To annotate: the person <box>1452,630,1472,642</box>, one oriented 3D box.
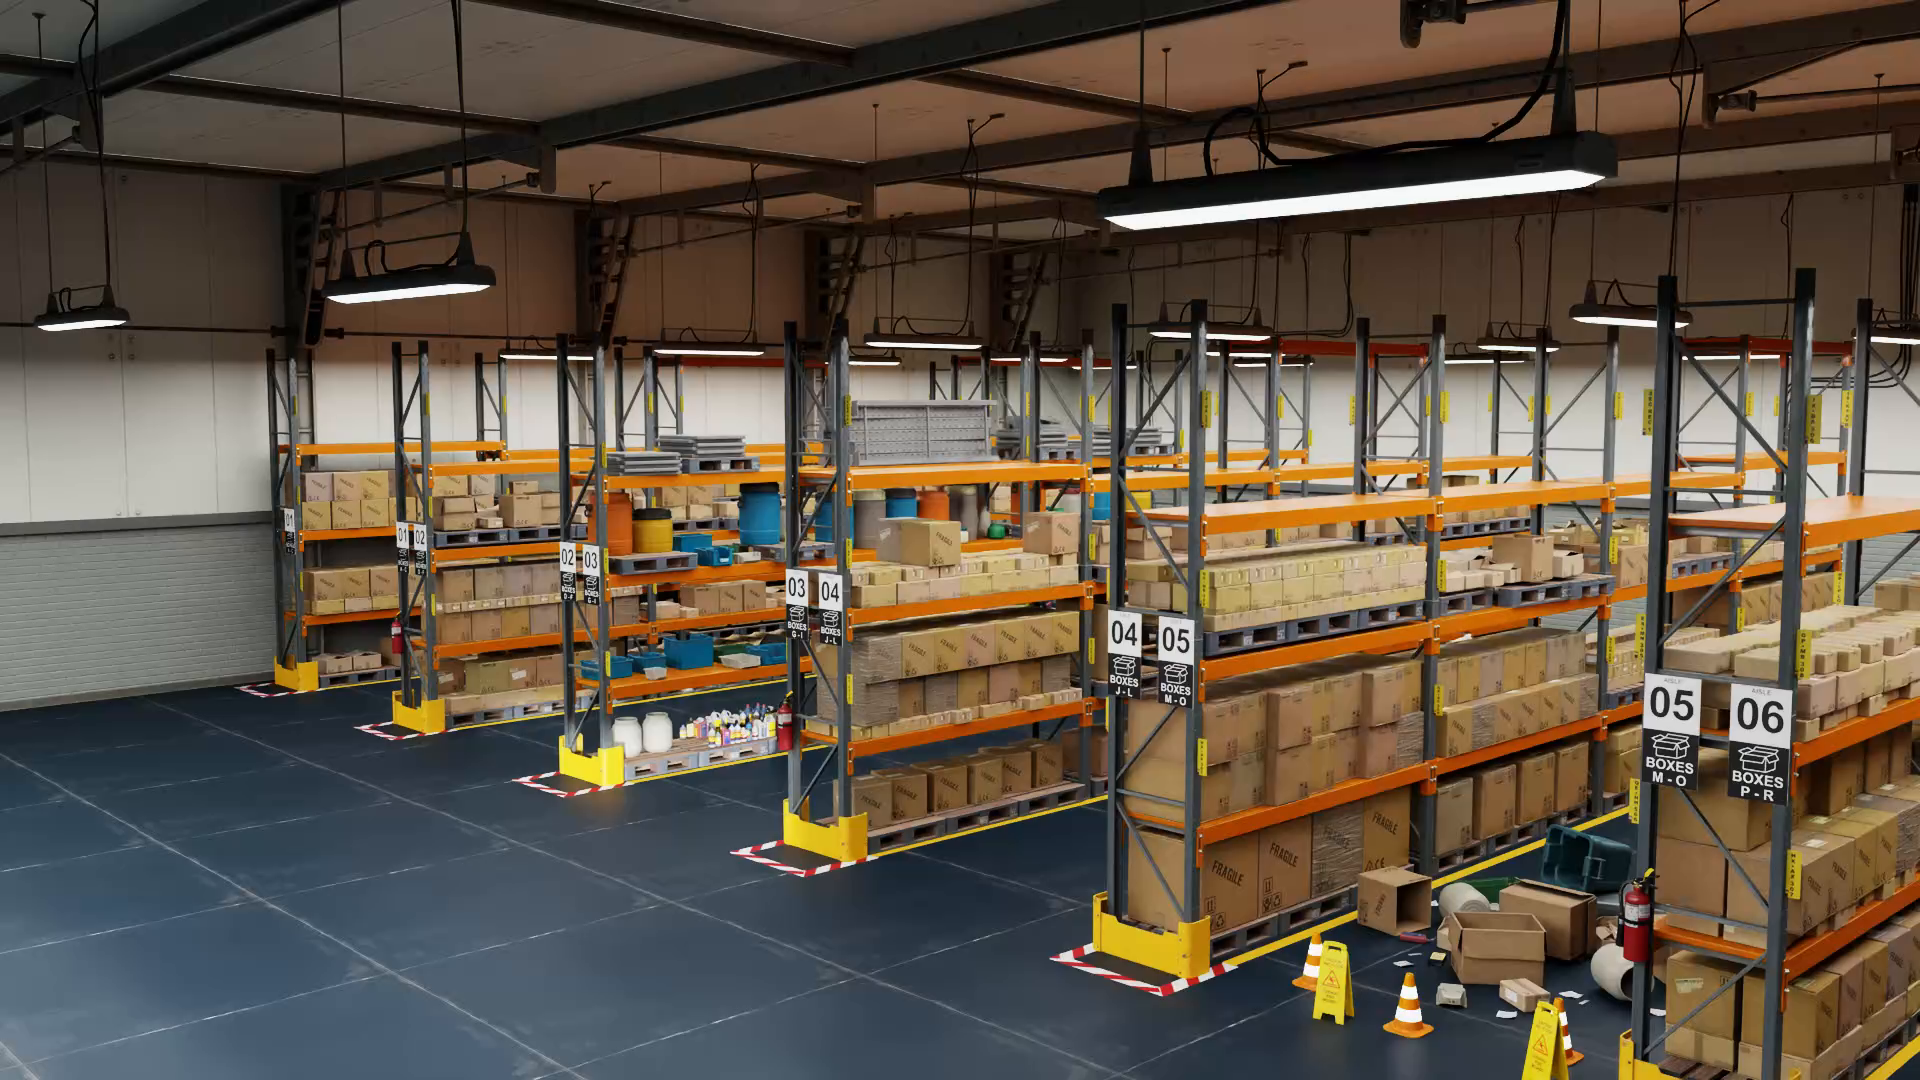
[{"bbox_3d":[7.565,2.101,25.237,0.597,1.790,0.430,-3,6,-27],"label":"person"}]
